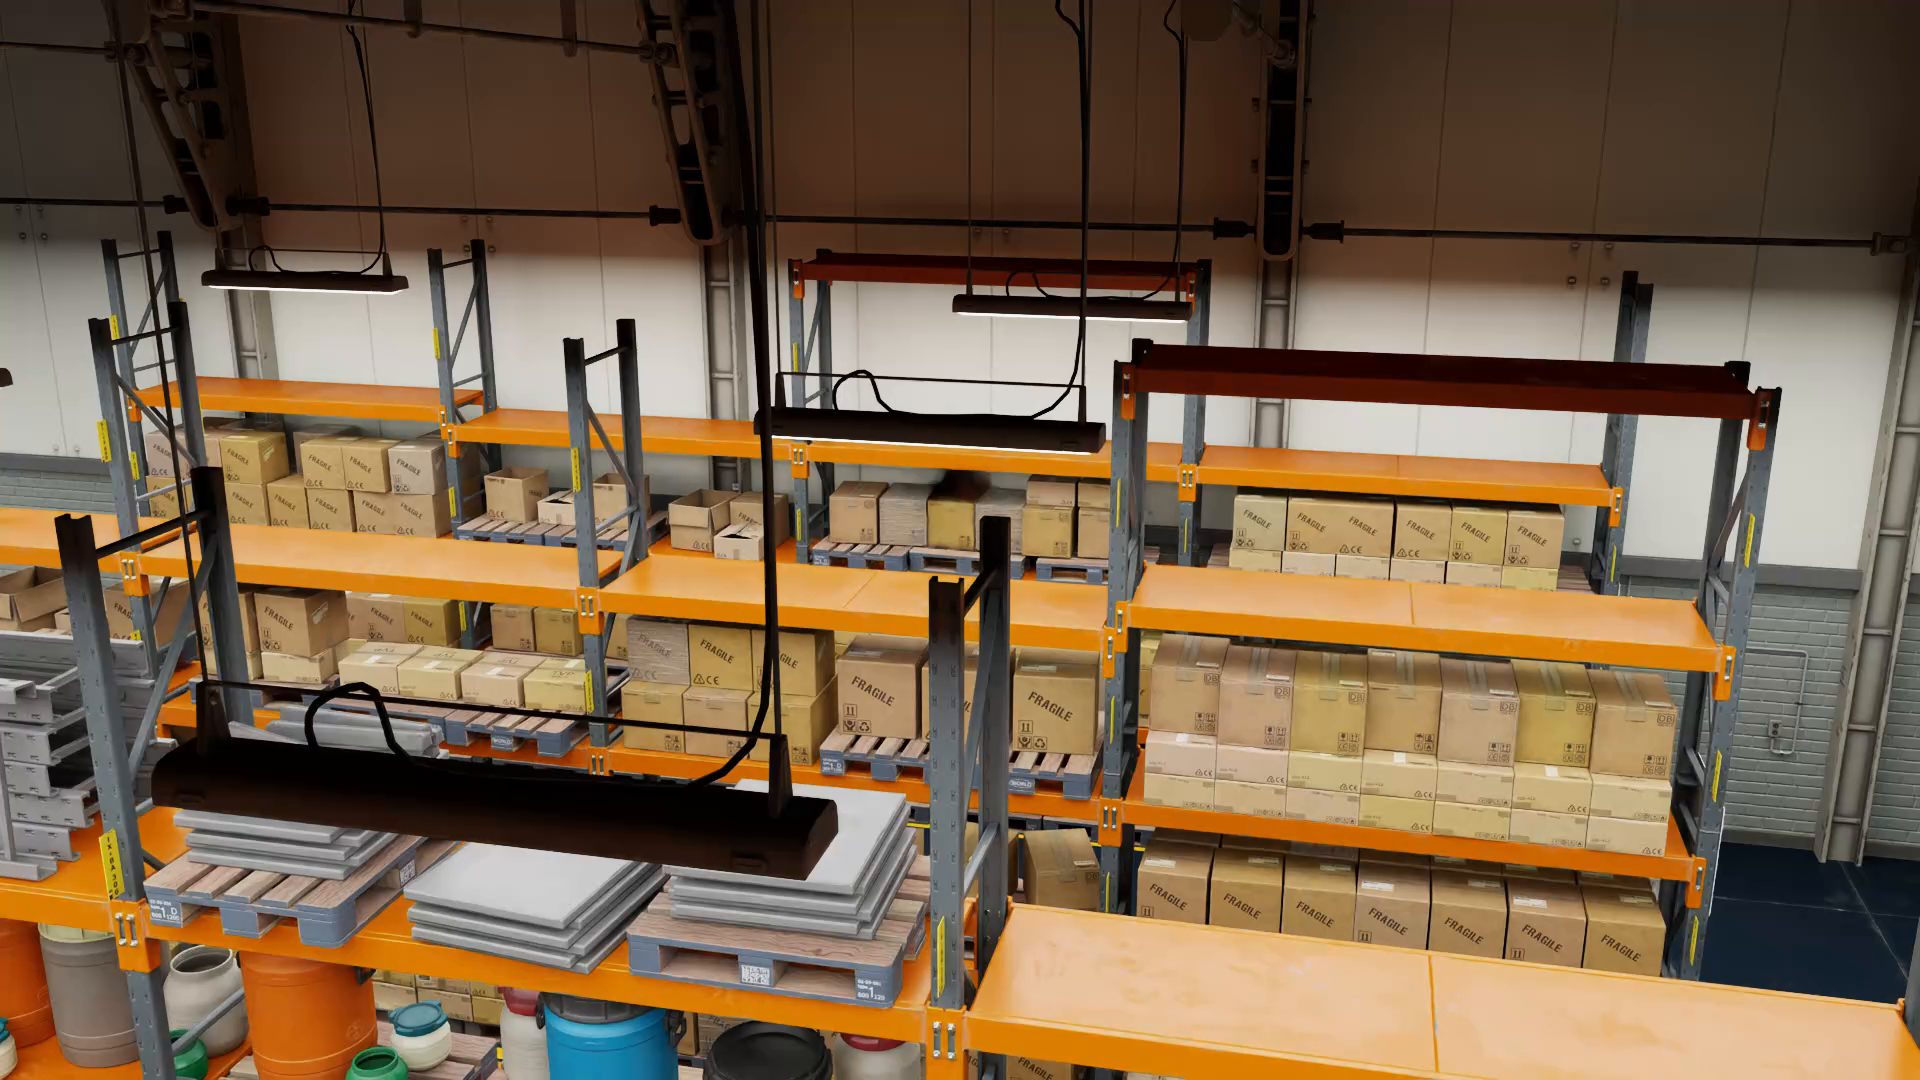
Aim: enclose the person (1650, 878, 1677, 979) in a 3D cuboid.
[{"bbox_3d":[5.834,3.153,14.452,1.032,1.717,0.560,5,17,18],"label":"person"}]
